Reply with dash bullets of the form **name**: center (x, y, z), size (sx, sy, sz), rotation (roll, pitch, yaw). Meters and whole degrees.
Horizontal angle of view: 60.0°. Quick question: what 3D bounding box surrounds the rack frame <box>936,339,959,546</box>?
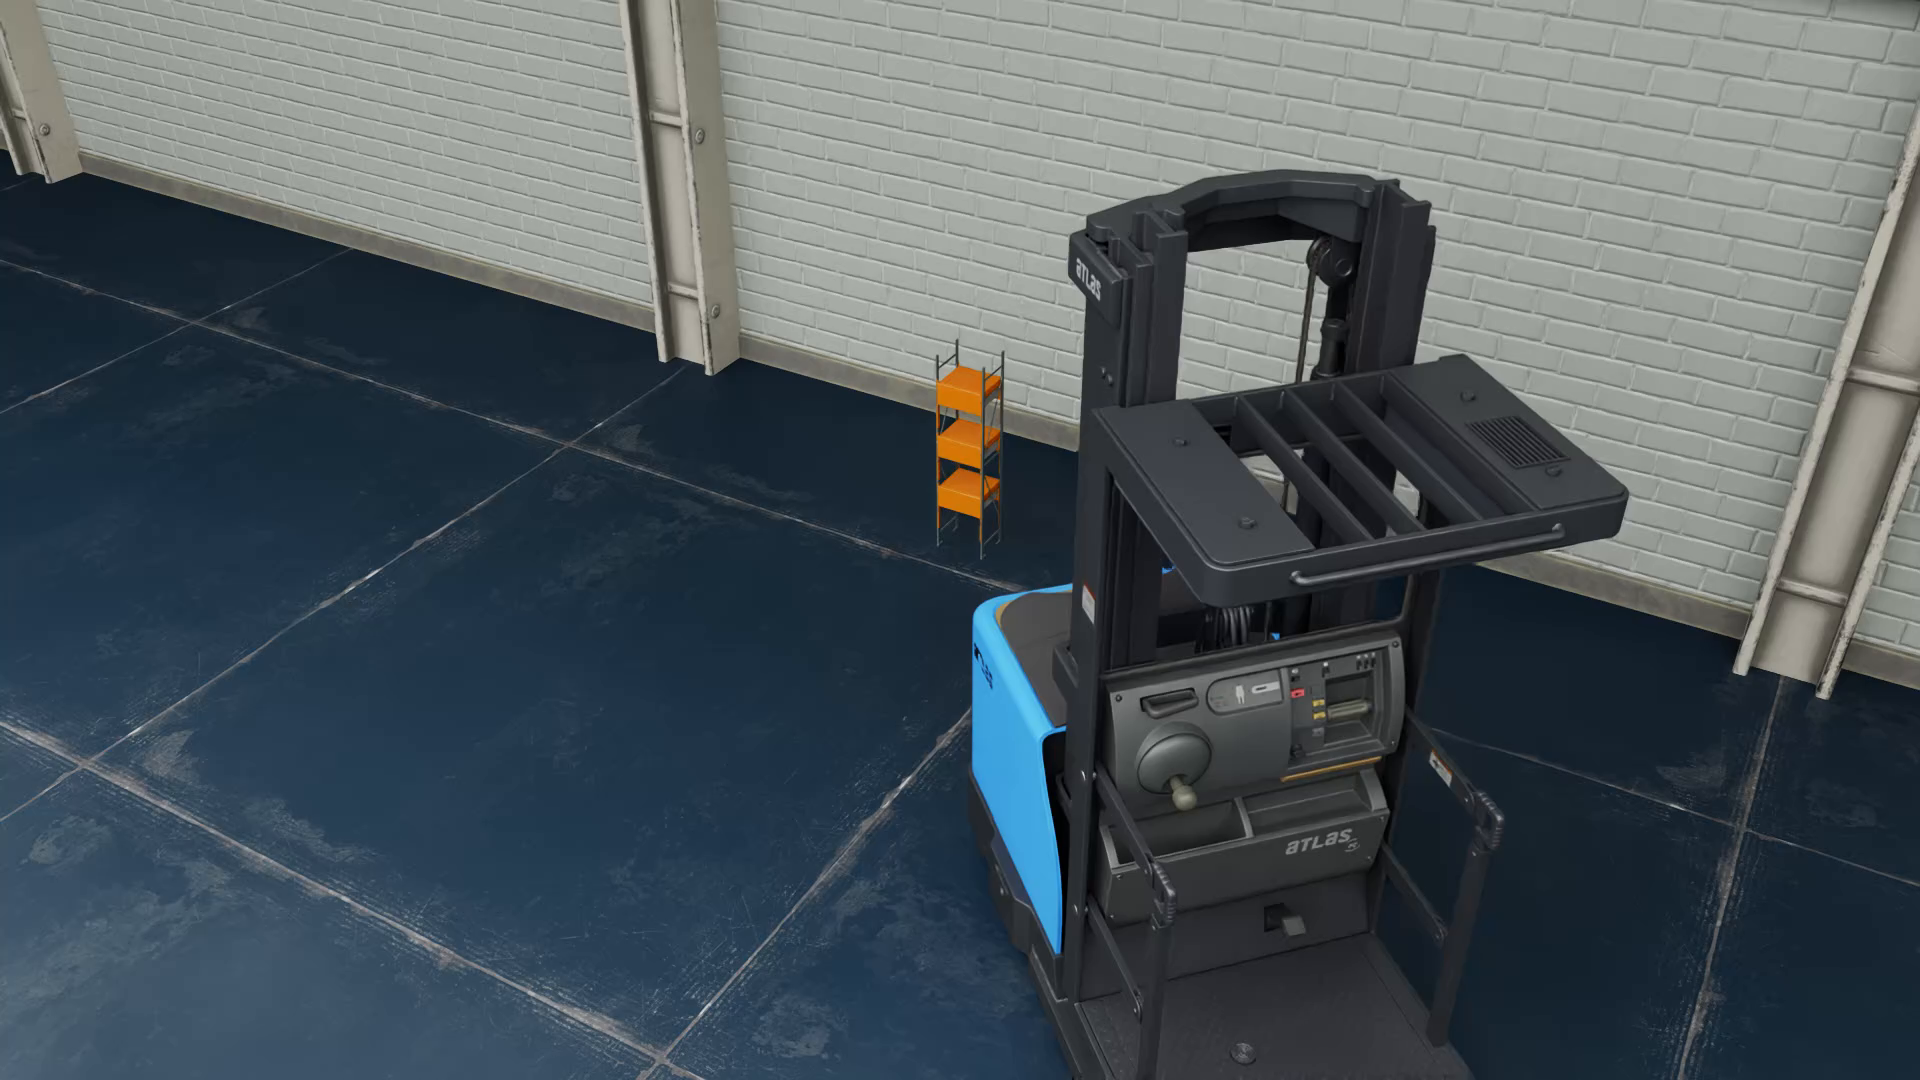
- **rack frame**: center (-0.059, -0.456, 7.987), size (0.008, 1.050, 0.200), rotation (18, 37, 24)

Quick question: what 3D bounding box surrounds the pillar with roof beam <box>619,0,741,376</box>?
- **pillar with roof beam**: center (-3.675, -2.758, 4.272), size (0.400, 9.000, 9.100), rotation (18, 37, 24)

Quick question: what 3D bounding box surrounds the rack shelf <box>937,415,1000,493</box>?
- **rack shelf**: center (0.046, -0.413, 7.943), size (0.240, 0.259, 0.215), rotation (18, 37, 24)

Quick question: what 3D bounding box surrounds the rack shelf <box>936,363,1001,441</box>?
- **rack shelf**: center (0.046, -0.650, 7.785), size (0.240, 0.259, 0.215), rotation (18, 37, 24)

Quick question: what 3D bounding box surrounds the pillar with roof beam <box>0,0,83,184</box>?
- **pillar with roof beam**: center (-8.884, -4.408, 6.750), size (0.400, 9.000, 9.100), rotation (18, 37, 24)

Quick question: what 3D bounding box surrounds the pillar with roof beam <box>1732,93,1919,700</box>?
- **pillar with roof beam**: center (1.535, -1.108, 1.794), size (0.400, 9.000, 9.100), rotation (18, 37, 24)

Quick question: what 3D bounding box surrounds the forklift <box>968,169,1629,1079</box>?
- **forklift**: center (0.943, 0.594, 4.714), size (1.130, 2.935, 3.031), rotation (-9, 35, -14)

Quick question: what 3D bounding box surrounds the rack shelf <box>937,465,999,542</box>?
- **rack shelf**: center (0.046, -0.182, 8.097), size (0.240, 0.259, 0.215), rotation (18, 37, 24)

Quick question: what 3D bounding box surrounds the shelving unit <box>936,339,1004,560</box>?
- **shelving unit**: center (0.046, -0.422, 7.937), size (0.252, 1.050, 0.215), rotation (18, 37, 24)

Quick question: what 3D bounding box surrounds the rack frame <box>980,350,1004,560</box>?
- **rack frame**: center (0.152, -0.389, 7.887), size (0.008, 1.050, 0.200), rotation (18, 37, 24)
